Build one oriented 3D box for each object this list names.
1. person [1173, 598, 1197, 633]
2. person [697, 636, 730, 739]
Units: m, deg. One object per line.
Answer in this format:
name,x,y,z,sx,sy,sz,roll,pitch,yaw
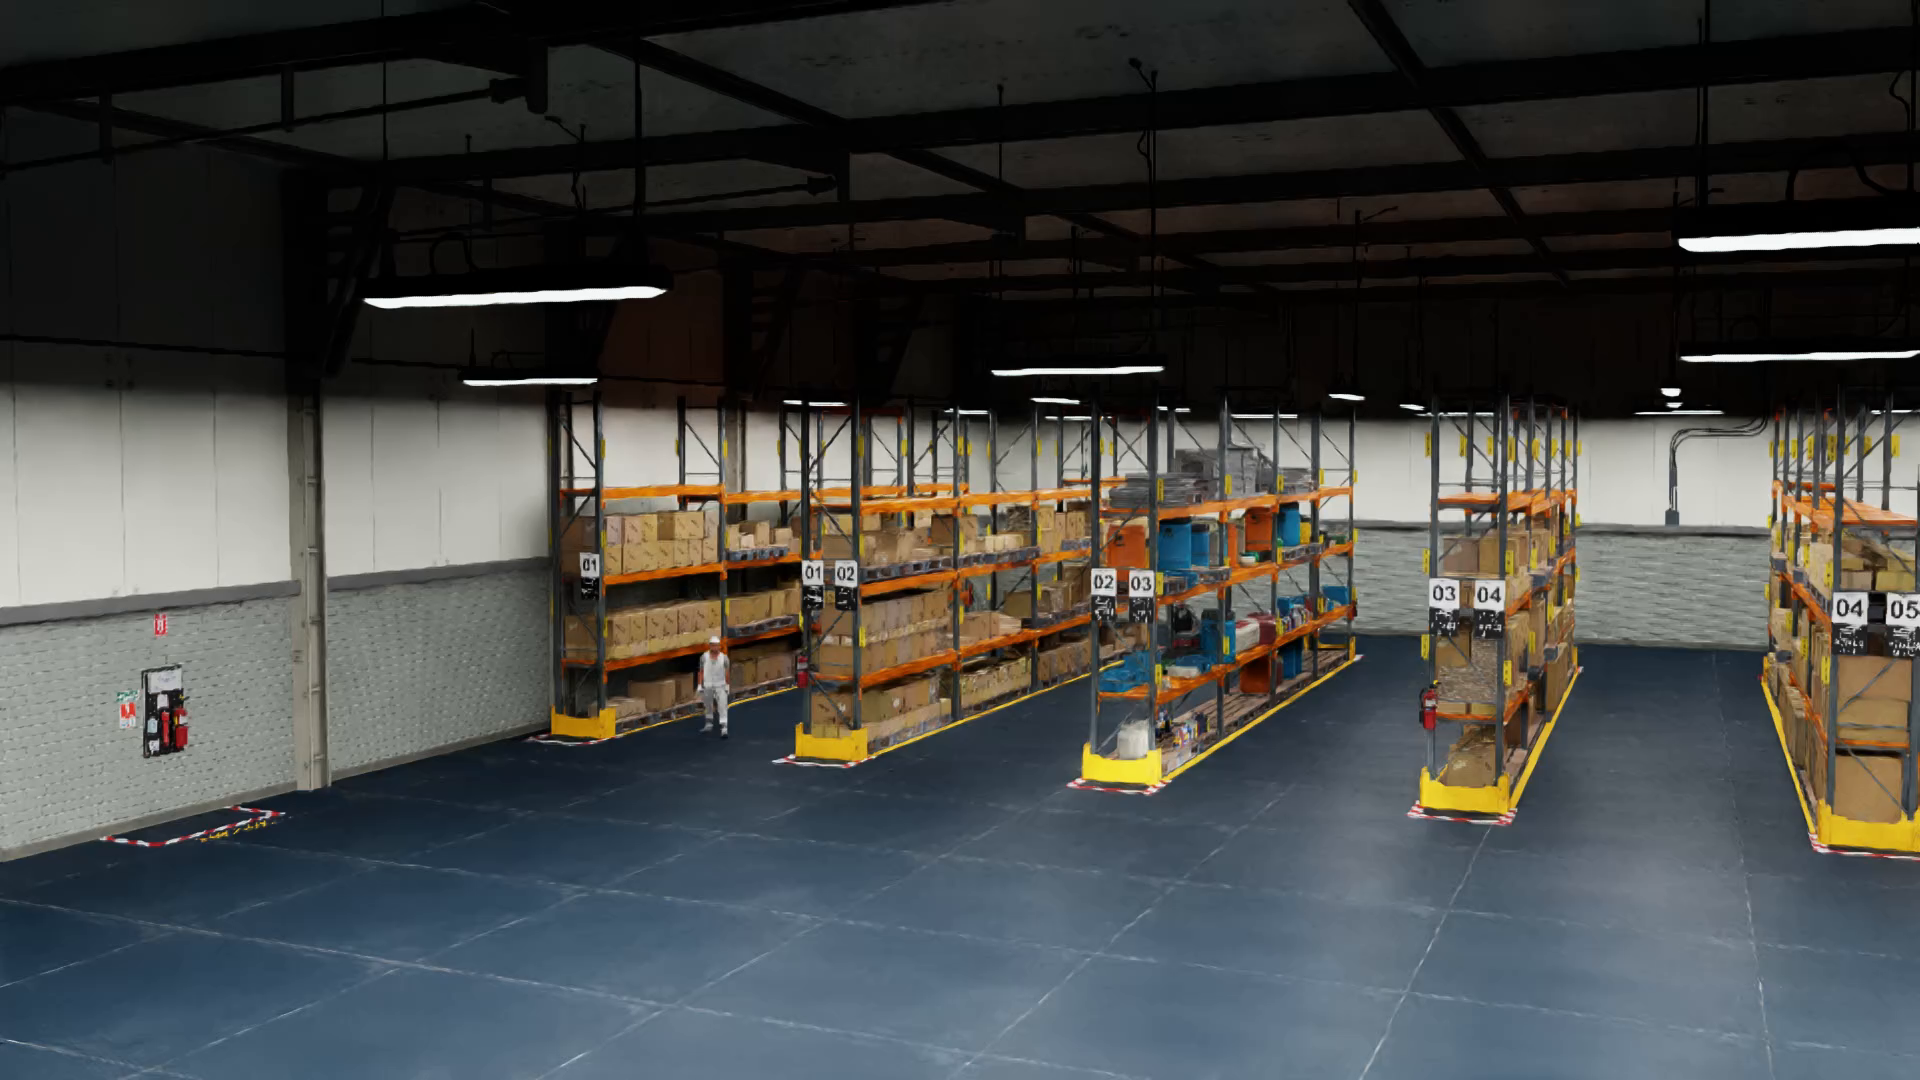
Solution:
person,5.078,2.081,37.884,0.677,1.674,0.534,1,3,21
person,-4.263,2.534,28.802,0.581,1.761,0.948,0,3,-2
